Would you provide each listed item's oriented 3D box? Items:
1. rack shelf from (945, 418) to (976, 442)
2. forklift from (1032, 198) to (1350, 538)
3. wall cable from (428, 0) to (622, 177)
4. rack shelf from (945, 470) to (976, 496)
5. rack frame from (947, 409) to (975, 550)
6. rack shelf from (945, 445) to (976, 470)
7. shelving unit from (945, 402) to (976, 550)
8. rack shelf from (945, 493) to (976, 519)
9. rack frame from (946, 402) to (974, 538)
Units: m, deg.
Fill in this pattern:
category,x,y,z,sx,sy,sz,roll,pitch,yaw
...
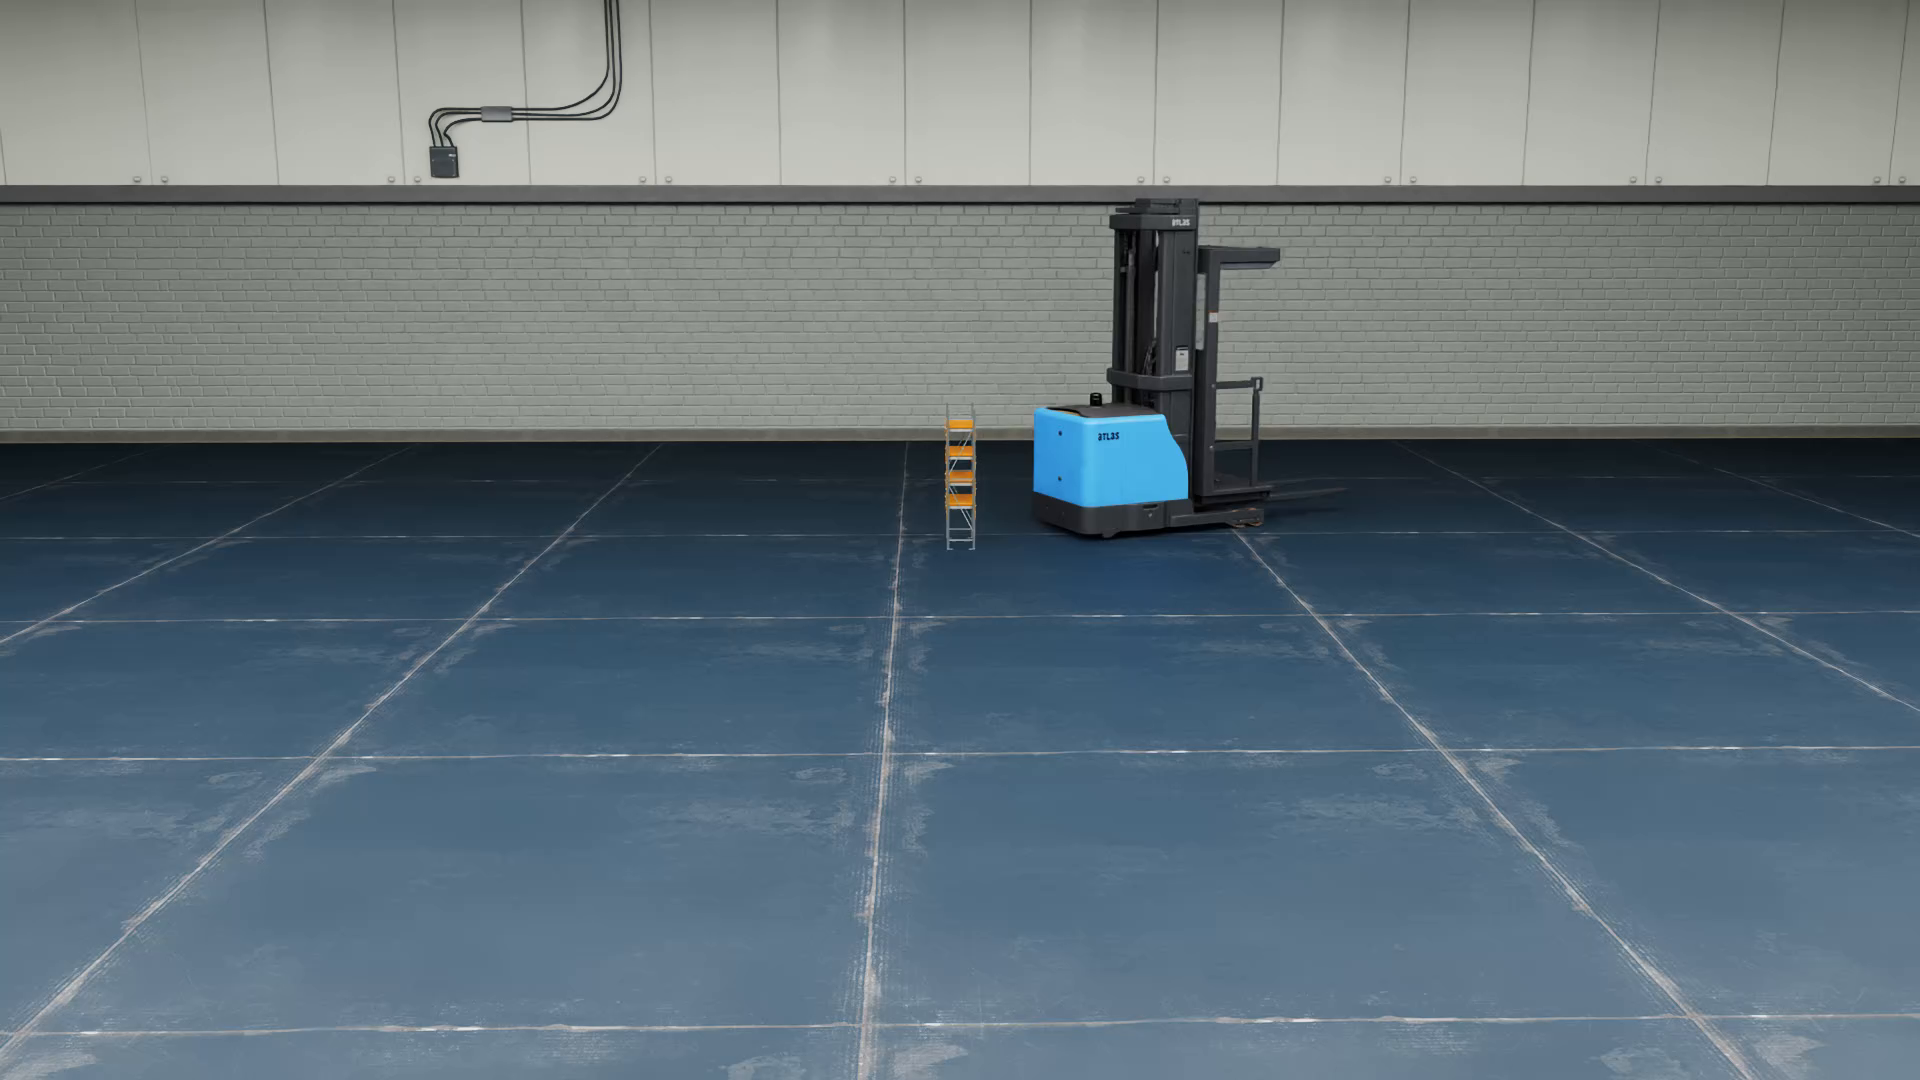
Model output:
category,x,y,z,sx,sy,sz,roll,pitch,yaw
rack shelf,0.003,-0.940,14.200,0.258,0.148,0.480,0,11,-1
forklift,2.213,-1.632,15.234,3.031,2.935,1.130,-6,13,-26
wall cable,-5.153,-7.284,19.276,2.305,6.003,0.169,0,11,-1
rack shelf,0.003,-0.489,14.291,0.258,0.148,0.480,0,11,-1
rack frame,0.008,-0.507,14.039,0.240,1.200,0.015,0,11,-1
rack shelf,0.003,-0.708,14.247,0.258,0.148,0.480,0,11,-1
shelving unit,0.003,-0.555,14.278,0.258,1.200,0.503,0,11,-1
rack shelf,0.003,-0.295,14.330,0.258,0.148,0.480,0,11,-1
rack frame,-0.002,-0.604,14.517,0.240,1.200,0.015,0,11,-1
